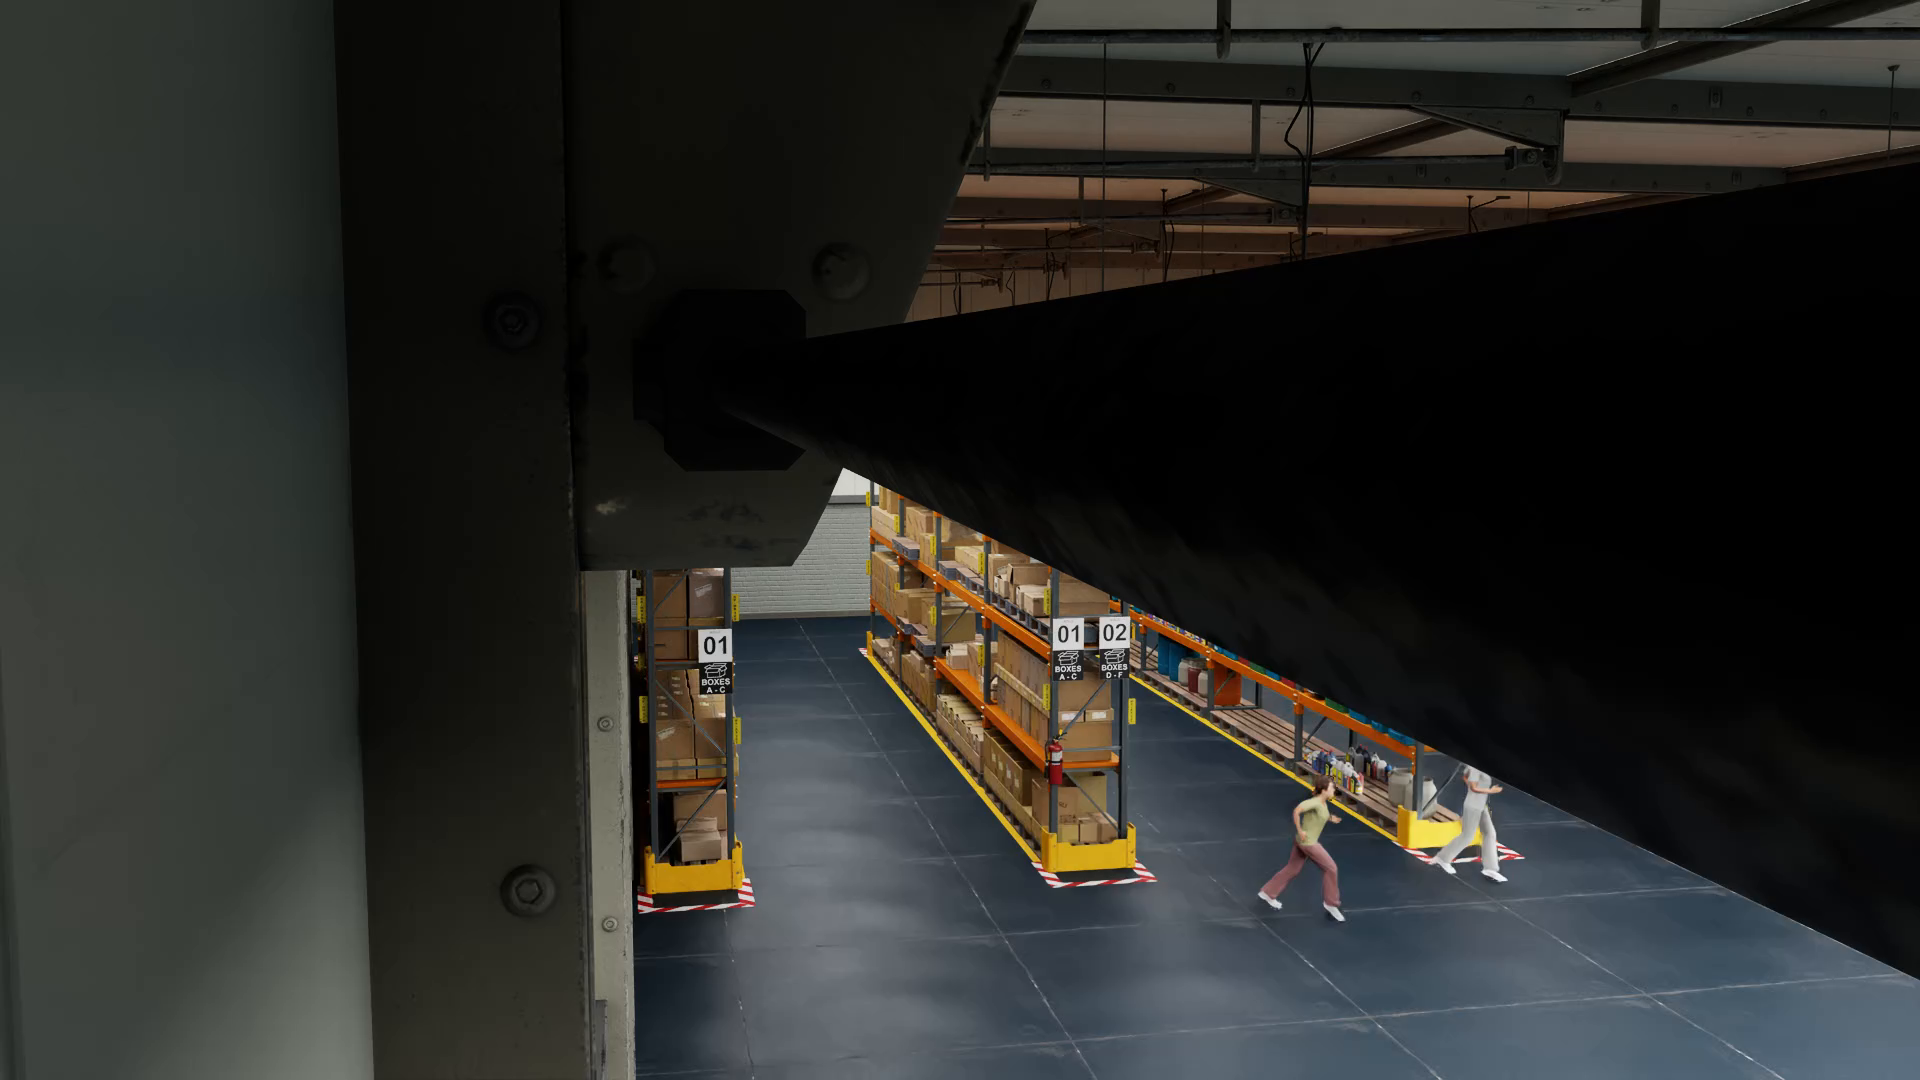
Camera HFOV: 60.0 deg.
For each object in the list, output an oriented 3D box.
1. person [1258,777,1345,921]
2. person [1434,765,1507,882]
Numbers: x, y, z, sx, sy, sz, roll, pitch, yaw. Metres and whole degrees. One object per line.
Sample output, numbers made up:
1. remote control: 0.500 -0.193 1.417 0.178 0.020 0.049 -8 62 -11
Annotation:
1. person: 3.936 3.527 19.123 0.986 1.675 0.578 1 6 10
2. person: 6.365 3.347 20.622 0.873 1.693 0.577 3 7 25
